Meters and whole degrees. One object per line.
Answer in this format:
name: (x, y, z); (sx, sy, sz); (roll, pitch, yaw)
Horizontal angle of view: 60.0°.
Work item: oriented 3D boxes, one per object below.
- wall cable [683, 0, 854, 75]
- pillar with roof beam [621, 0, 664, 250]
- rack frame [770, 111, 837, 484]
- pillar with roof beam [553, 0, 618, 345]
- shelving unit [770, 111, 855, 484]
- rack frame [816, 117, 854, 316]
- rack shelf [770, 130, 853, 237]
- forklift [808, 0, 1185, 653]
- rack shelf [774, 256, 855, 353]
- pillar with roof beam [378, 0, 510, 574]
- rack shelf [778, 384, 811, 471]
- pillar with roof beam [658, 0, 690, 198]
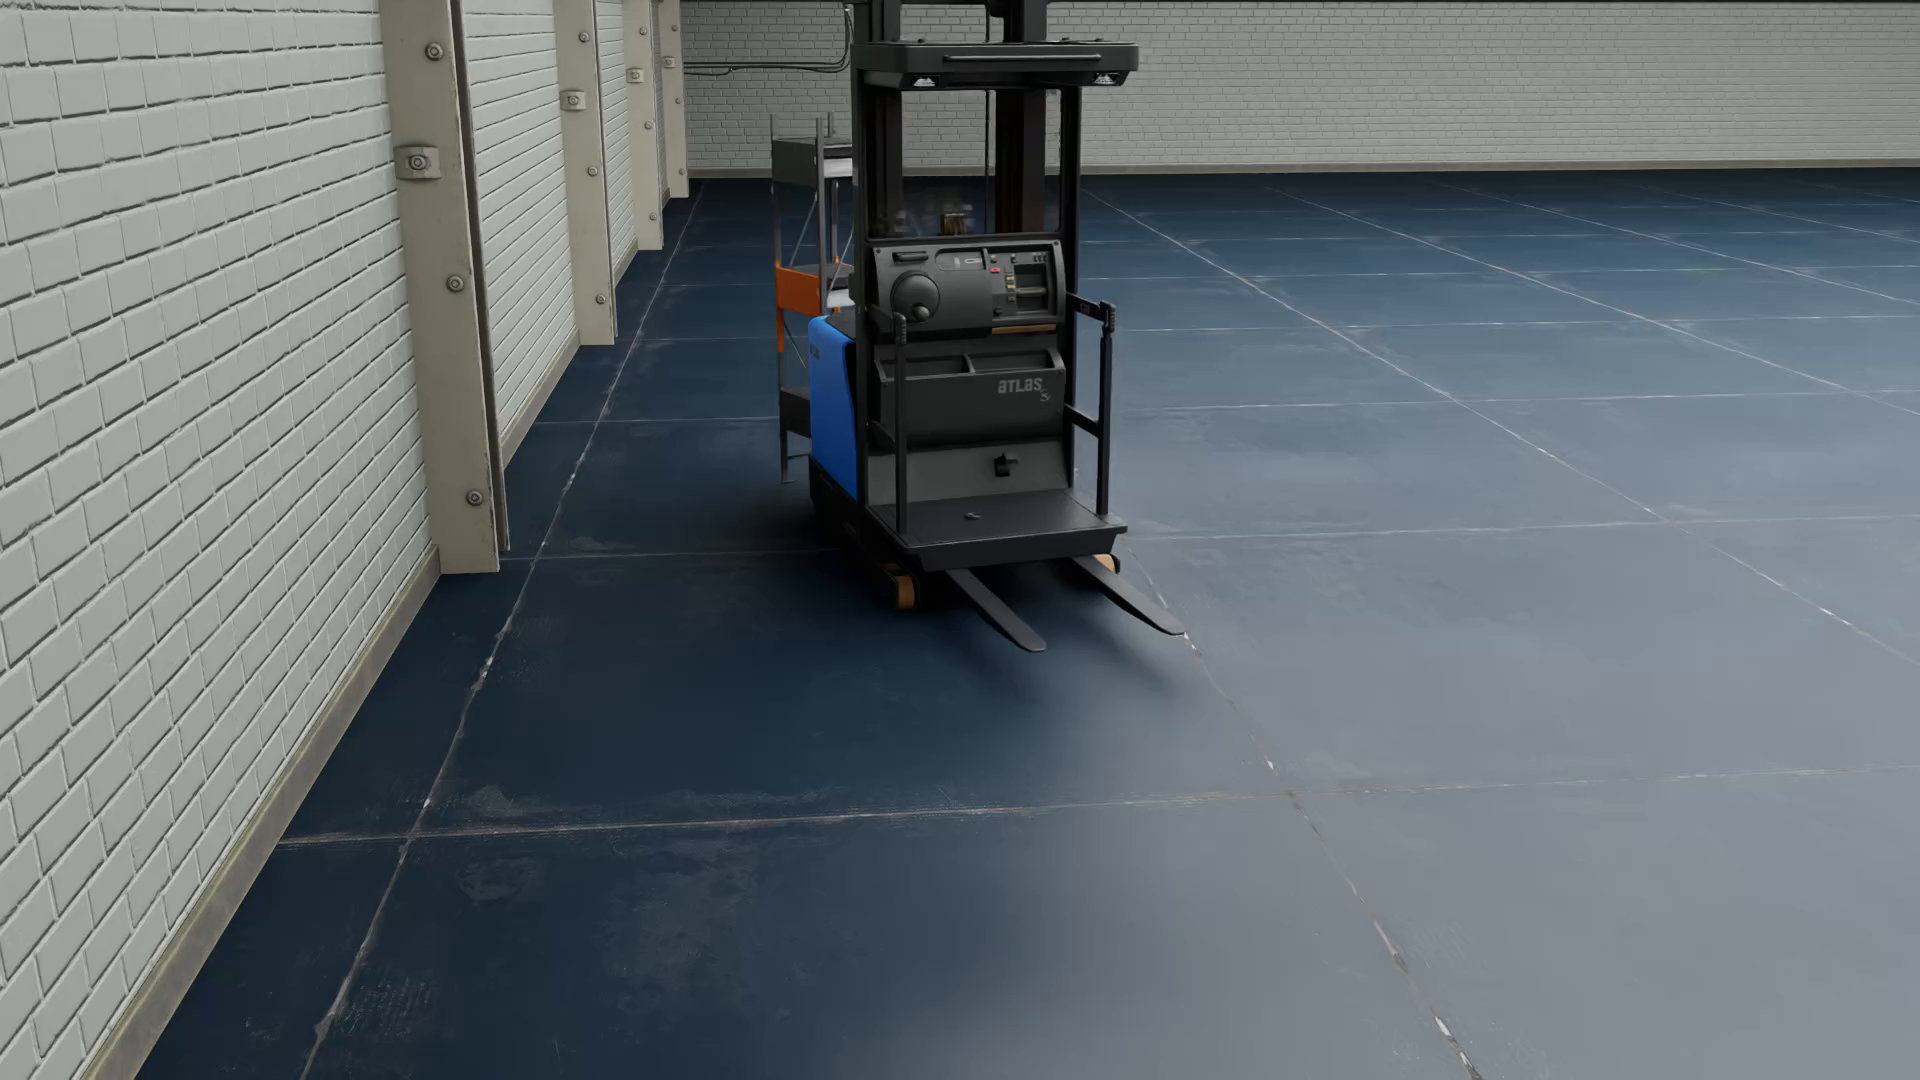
wall cable: (-3.292, -8.990, 27.474); (3.097, 2.526, 0.112); (-2, 18, -6)
pillar with roof beam: (0.598, -7.899, 18.813); (9.100, 9.000, 0.400); (-2, 18, -6)
rack frame: (-0.874, -1.367, 9.524); (0.400, 2.100, 0.015); (-12, 21, -34)
pillar with roof beam: (1.217, -6.111, 13.119); (9.100, 9.000, 0.400); (-2, 18, -6)
shelving unit: (-0.733, -1.307, 9.334); (0.431, 2.100, 0.503); (-12, 21, -34)
rack frame: (-0.592, -1.248, 9.145); (0.400, 2.100, 0.015); (-12, 21, -34)
rack shelf: (-0.732, -1.963, 9.130); (0.431, 0.518, 0.480); (-12, 21, -34)
forklift: (0.119, -1.209, 7.635); (1.130, 2.935, 3.031); (-6, 18, -18)
rack shelf: (-0.733, -1.294, 9.339); (0.431, 0.518, 0.480); (-12, 21, -34)
pillar with roof beam: (1.835, -4.323, 7.425); (9.100, 9.000, 0.400); (-2, 18, -6)
rack shelf: (-0.734, -0.626, 9.547); (0.431, 0.518, 0.480); (-12, 21, -34)
pillar with roof beam: (-0.021, -9.686, 24.507); (9.100, 9.000, 0.400); (-2, 18, -6)
